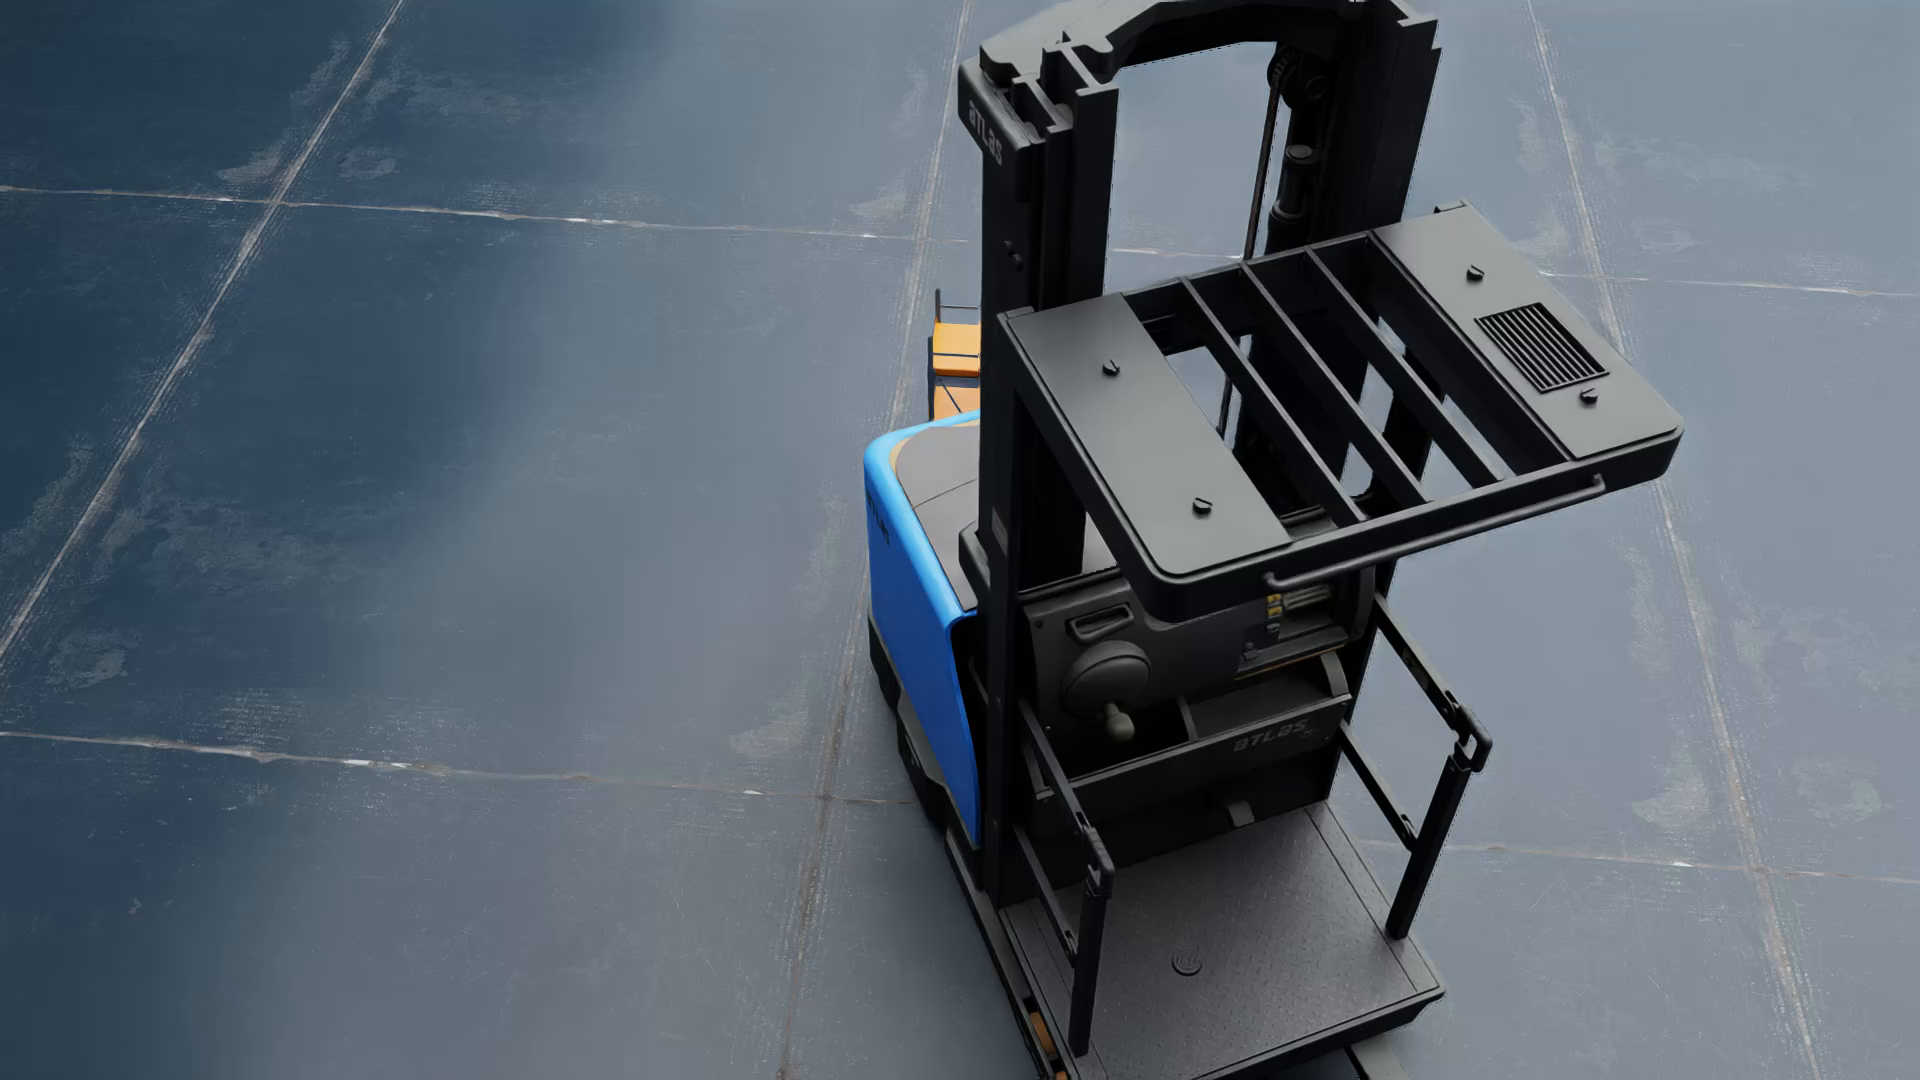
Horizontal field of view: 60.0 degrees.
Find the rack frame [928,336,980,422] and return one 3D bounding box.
[{"bbox_3d":[-0.006,-0.304,5.817,0.200,1.050,0.008,4,48,4],"label":"rack frame"}]

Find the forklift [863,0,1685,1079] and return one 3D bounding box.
[{"bbox_3d":[0.685,0.316,3.974,1.130,2.935,3.031,-16,49,-14],"label":"forklift"}]

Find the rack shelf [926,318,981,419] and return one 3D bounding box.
[{"bbox_3d":[0.005,-0.578,5.697,0.215,0.259,0.240,4,48,4],"label":"rack shelf"}]

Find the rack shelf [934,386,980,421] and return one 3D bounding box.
[{"bbox_3d":[0.005,-0.386,5.906,0.215,0.259,0.240,4,48,4],"label":"rack shelf"}]

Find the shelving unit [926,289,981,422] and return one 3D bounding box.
[{"bbox_3d":[0.005,-0.394,5.899,0.215,1.050,0.252,4,48,4],"label":"shelving unit"}]

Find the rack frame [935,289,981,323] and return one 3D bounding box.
[{"bbox_3d":[0.016,-0.483,5.981,0.200,1.050,0.008,4,48,4],"label":"rack frame"}]
